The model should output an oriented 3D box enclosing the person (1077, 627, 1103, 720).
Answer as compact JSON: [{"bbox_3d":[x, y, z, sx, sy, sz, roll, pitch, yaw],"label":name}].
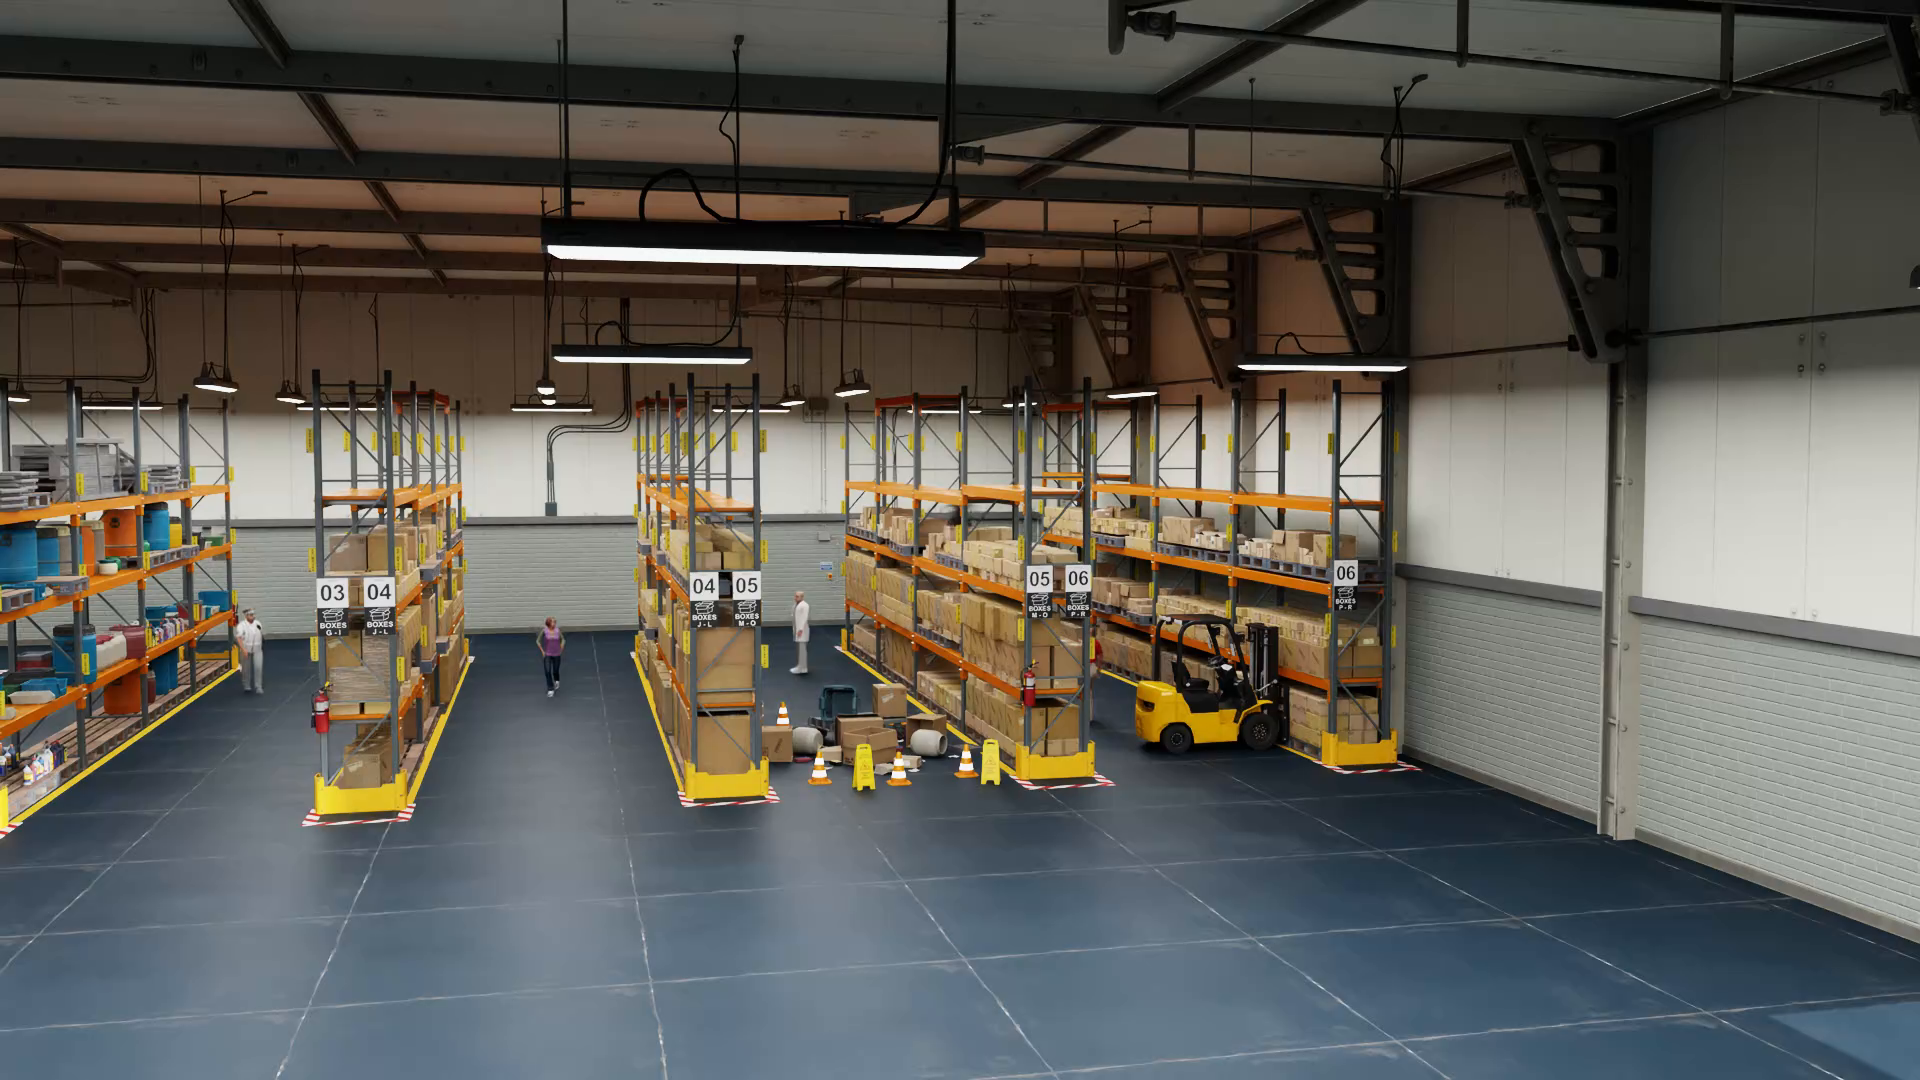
[{"bbox_3d":[2.286,2.449,30.243,0.695,1.759,0.650,-1,3,-15],"label":"person"}]

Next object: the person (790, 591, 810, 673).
[{"bbox_3d":[-3.531,2.002,36.355,0.476,1.790,0.604,-2,4,-27],"label":"person"}]

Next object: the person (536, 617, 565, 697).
[{"bbox_3d":[-8.184,2.315,33.244,0.555,1.589,0.644,0,3,-8],"label":"person"}]

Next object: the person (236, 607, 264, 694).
[{"bbox_3d":[-14.230,2.197,33.334,0.523,1.707,1.040,-2,4,-26],"label":"person"}]
